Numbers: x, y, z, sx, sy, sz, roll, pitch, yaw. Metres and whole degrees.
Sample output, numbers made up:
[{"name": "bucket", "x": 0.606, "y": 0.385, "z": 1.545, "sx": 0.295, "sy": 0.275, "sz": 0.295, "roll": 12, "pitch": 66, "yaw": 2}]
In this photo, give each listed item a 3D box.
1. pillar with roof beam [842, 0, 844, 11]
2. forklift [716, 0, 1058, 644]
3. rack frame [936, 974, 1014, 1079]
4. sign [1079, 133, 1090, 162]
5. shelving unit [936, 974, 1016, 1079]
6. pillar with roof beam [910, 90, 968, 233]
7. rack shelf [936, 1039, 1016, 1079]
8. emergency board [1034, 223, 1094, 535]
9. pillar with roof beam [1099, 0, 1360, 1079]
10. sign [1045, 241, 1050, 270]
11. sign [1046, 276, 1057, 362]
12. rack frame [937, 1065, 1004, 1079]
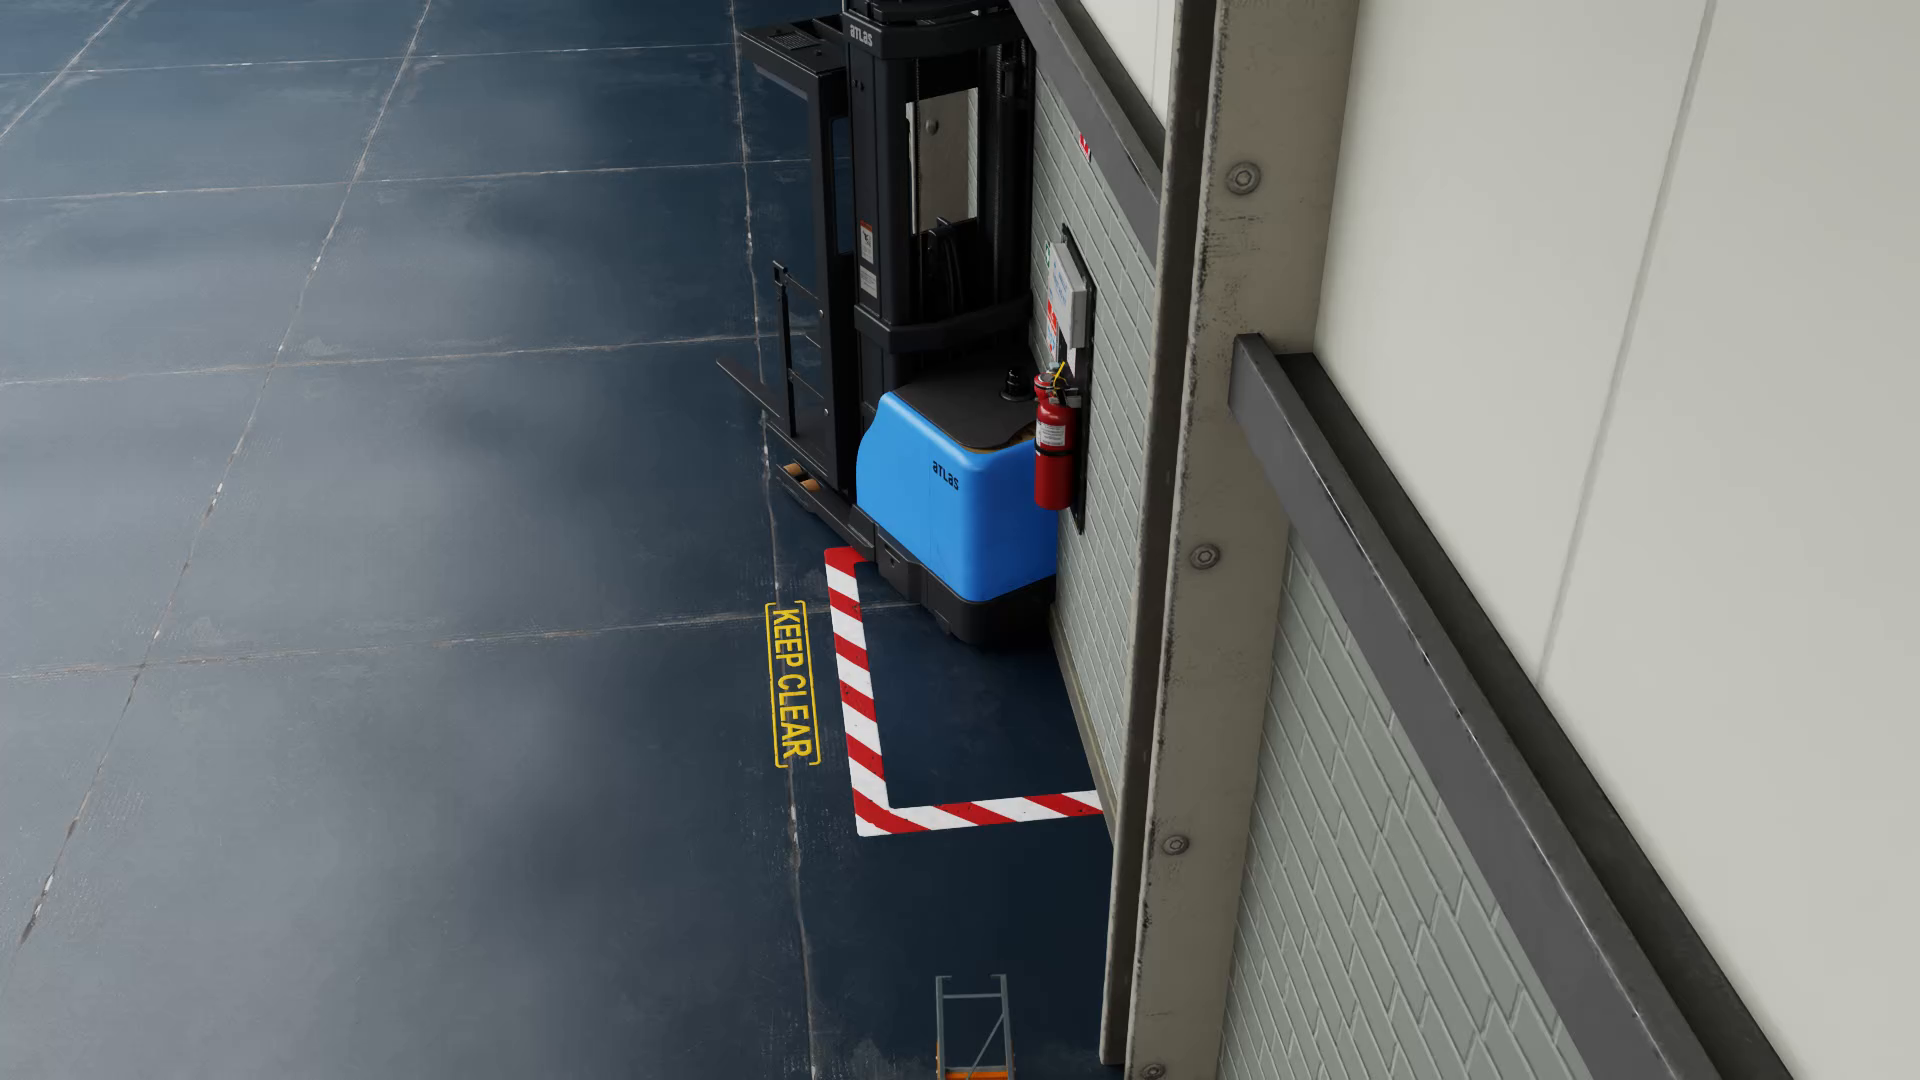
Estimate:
[{"name": "pillar with roof beam", "x": -5.197, "y": -8.134, "z": 12.695, "sx": 9.100, "sy": 9.000, "sz": 0.400, "roll": -4, "pitch": 35, "yaw": -6}, {"name": "forklift", "x": -0.348, "y": -1.506, "z": 8.358, "sx": 1.130, "sy": 2.935, "sz": 3.031, "roll": -21, "pitch": 39, "yaw": -27}, {"name": "rack frame", "x": 0.060, "y": 1.831, "z": 5.166, "sx": 0.240, "sy": 0.015, "sz": 1.200, "roll": -1, "pitch": 35, "yaw": -2}, {"name": "sign", "x": 0.485, "y": -1.636, "z": 6.429, "sx": 0.001, "sy": 0.298, "sz": 0.199, "roll": -4, "pitch": 35, "yaw": -6}, {"name": "shelving unit", "x": 0.060, "y": 2.030, "z": 5.307, "sx": 0.258, "sy": 0.503, "sz": 1.200, "roll": -1, "pitch": 35, "yaw": -2}, {"name": "pillar with roof beam", "x": -4.390, "y": -4.786, "z": 7.782, "sx": 9.100, "sy": 9.000, "sz": 0.400, "roll": -4, "pitch": 35, "yaw": -6}, {"name": "rack shelf", "x": 0.050, "y": 1.877, "z": 5.524, "sx": 0.258, "sy": 0.480, "sz": 0.148, "roll": -1, "pitch": 35, "yaw": -2}, {"name": "emergency board", "x": 0.388, "y": -0.666, "z": 7.064, "sx": 0.194, "sy": 1.169, "sz": 0.643, "roll": -4, "pitch": 35, "yaw": -6}, {"name": "pillar with roof beam", "x": -3.583, "y": -1.437, "z": 2.869, "sx": 9.100, "sy": 9.000, "sz": 0.400, "roll": -4, "pitch": 35, "yaw": -6}, {"name": "sign", "x": 0.407, "y": -1.213, "z": 7.364, "sx": 0.001, "sy": 0.109, "sz": 0.331, "roll": -4, "pitch": 35, "yaw": -6}, {"name": "sign", "x": 0.416, "y": -0.997, "z": 7.518, "sx": 0.001, "sy": 0.329, "sz": 0.234, "roll": -4, "pitch": 35, "yaw": -6}, {"name": "rack frame", "x": 0.060, "y": 2.230, "z": 5.447, "sx": 0.240, "sy": 0.015, "sz": 1.200, "roll": -1, "pitch": 35, "yaw": -2}]
